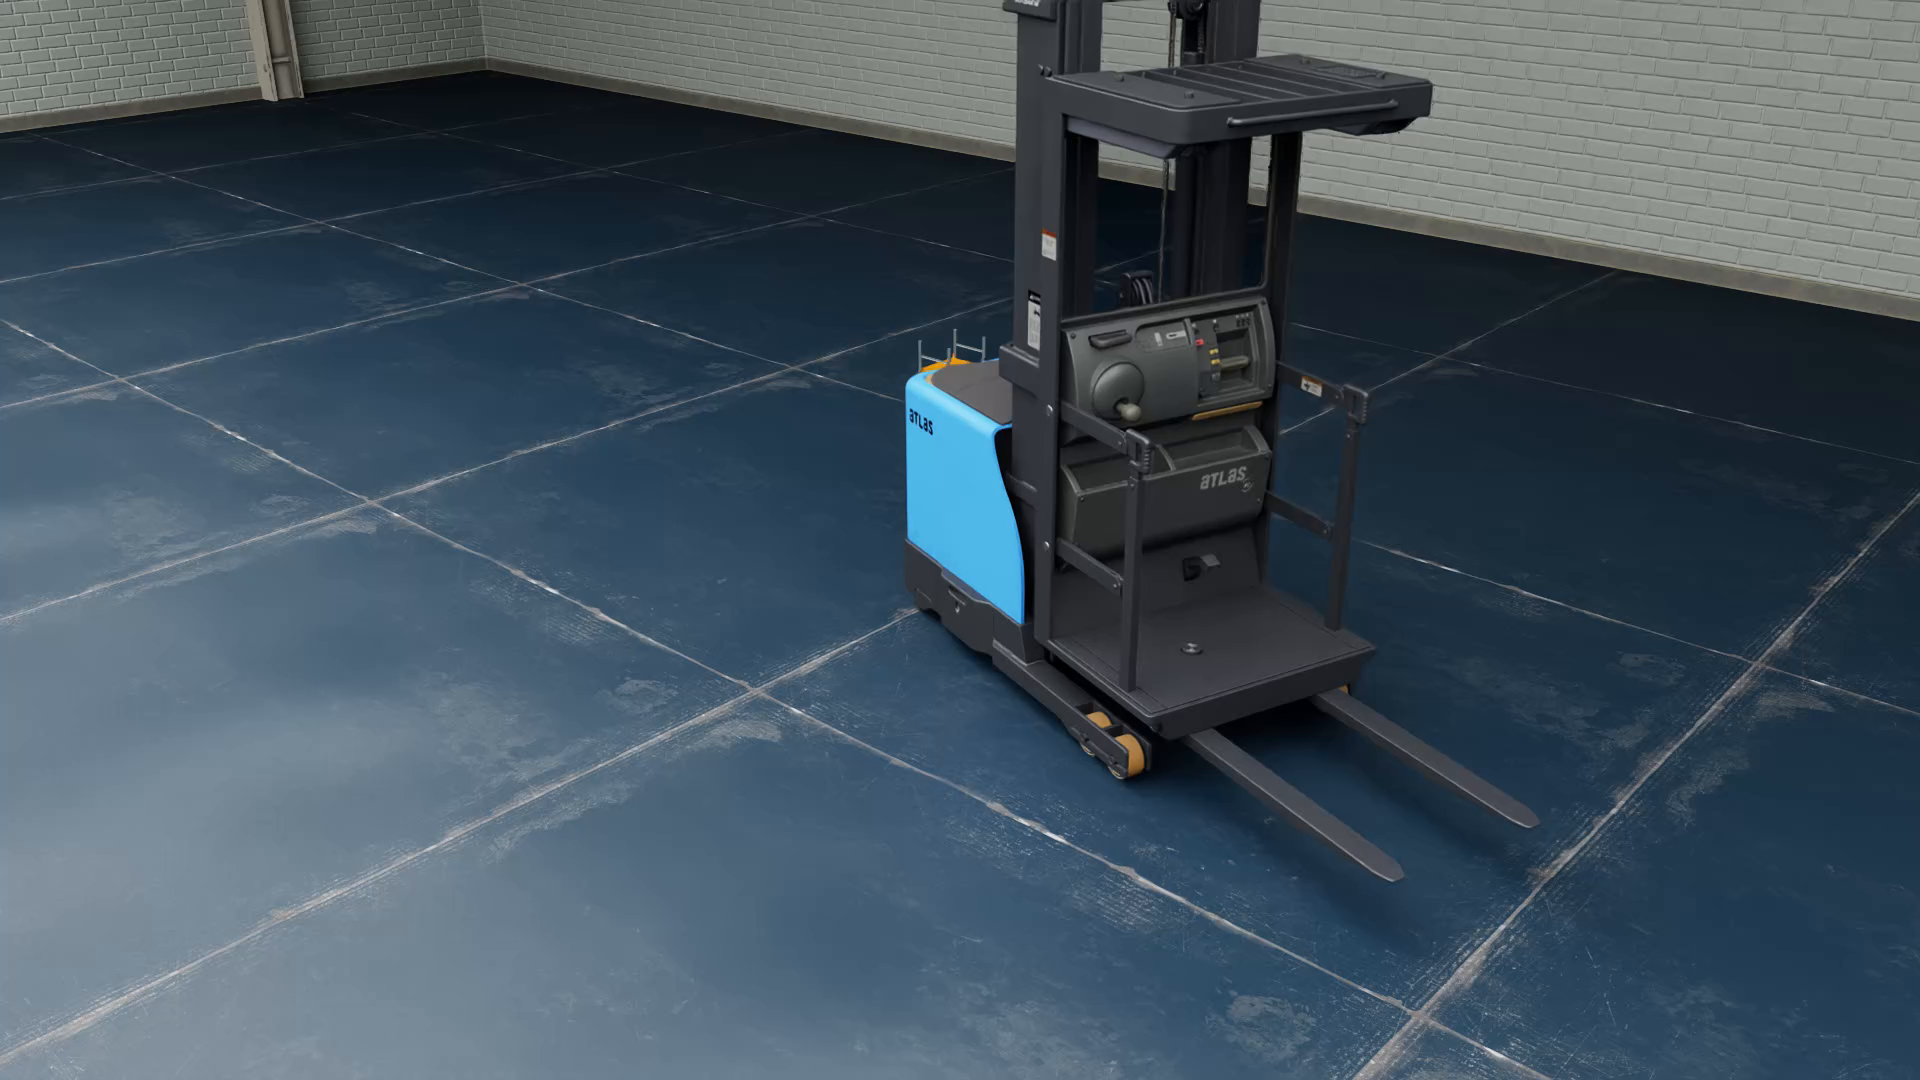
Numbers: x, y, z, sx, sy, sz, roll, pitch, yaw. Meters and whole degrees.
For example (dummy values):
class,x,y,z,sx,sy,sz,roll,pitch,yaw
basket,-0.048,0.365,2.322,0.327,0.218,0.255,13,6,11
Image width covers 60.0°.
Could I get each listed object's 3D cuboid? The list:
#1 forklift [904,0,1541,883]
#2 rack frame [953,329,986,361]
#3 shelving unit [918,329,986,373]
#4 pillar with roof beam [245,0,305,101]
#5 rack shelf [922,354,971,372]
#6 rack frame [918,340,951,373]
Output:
class,x,y,z,sx,sy,sz,roll,pitch,yaw
forklift,0.914,-0.653,6.124,1.130,2.935,3.031,-13,27,-27
rack frame,0.046,-0.500,8.082,0.200,1.050,0.008,20,31,38
shelving unit,-0.036,-0.463,7.999,0.215,1.050,0.252,20,31,38
pillar with roof beam,-5.043,-8.320,15.807,9.100,9.000,0.400,20,31,38
rack shelf,-0.036,-0.712,7.887,0.215,0.259,0.240,20,31,38
rack frame,-0.117,-0.426,7.916,0.200,1.050,0.008,20,31,38
